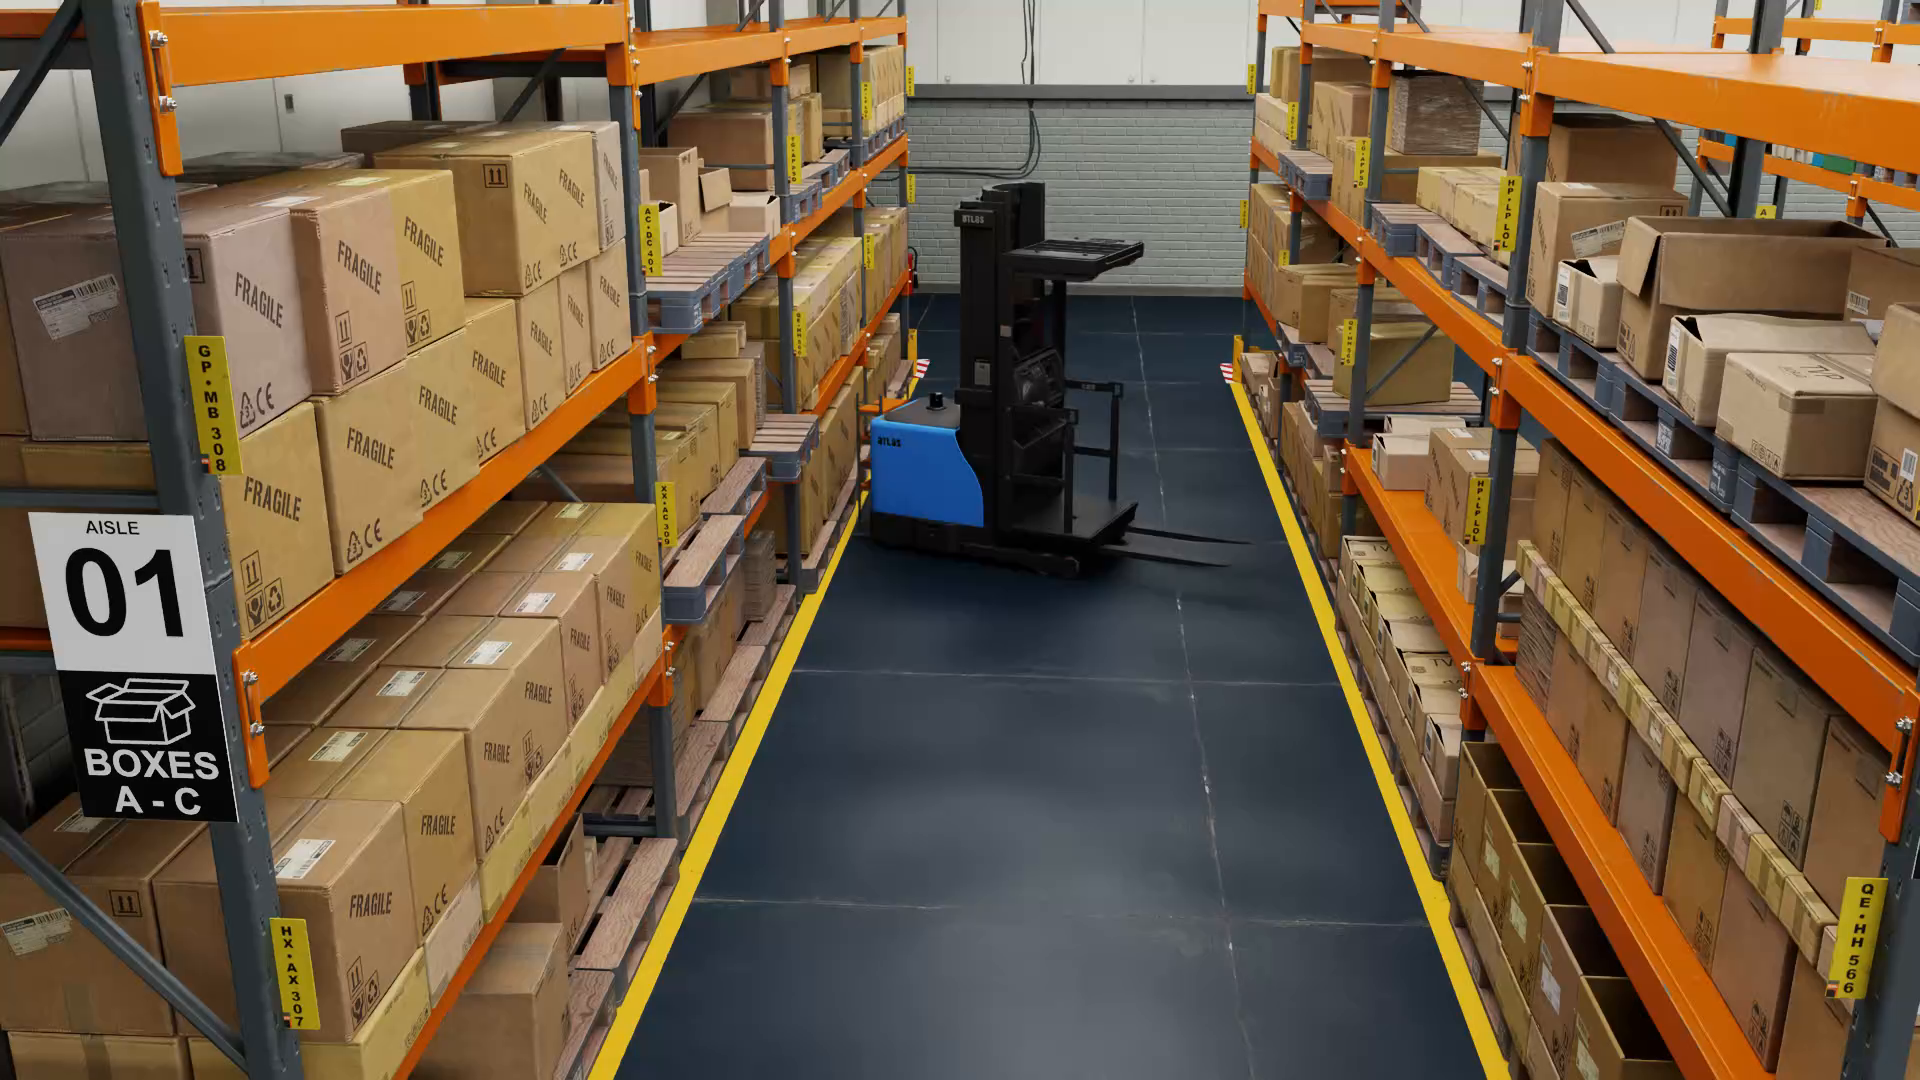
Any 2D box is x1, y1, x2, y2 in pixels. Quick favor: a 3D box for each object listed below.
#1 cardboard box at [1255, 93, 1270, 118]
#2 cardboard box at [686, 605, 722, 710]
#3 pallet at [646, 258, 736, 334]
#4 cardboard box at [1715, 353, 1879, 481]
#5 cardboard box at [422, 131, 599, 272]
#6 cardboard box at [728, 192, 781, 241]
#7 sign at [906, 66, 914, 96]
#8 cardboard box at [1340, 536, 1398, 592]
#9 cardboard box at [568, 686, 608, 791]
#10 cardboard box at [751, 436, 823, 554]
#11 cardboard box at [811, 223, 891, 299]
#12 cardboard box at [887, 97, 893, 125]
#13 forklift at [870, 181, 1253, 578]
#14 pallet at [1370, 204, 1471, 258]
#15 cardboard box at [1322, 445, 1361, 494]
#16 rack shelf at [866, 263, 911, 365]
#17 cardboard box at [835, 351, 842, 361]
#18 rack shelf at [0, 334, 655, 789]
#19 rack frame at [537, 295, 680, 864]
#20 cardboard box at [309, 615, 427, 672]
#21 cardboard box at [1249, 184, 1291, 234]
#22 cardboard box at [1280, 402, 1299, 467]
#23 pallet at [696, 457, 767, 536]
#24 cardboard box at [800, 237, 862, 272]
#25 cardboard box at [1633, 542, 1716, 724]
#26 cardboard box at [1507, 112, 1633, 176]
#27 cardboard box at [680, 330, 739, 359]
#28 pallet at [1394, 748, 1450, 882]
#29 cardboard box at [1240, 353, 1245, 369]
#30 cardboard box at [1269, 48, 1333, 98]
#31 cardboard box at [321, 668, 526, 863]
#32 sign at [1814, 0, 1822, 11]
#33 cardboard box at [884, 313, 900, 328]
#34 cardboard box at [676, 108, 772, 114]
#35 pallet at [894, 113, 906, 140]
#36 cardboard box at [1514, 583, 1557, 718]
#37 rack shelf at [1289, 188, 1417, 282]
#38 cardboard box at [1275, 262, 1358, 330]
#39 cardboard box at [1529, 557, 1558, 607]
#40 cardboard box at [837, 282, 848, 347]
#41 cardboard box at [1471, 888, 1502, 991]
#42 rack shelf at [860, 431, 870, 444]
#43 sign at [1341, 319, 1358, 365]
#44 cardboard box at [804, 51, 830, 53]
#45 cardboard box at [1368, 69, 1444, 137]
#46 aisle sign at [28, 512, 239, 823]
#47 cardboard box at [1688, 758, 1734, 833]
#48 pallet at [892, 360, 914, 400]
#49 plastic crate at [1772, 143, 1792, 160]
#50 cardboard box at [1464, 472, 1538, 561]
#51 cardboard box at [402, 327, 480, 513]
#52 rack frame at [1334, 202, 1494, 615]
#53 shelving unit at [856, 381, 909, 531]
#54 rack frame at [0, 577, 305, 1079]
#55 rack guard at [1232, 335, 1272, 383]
[{"bbox_3d":[3.531,-4.777,18.305,0.500,0.250,0.500,1,18,4],"label":"cardboard box"},{"bbox_3d":[-1.874,0.709,10.249,0.700,0.500,0.500,1,18,5],"label":"cardboard box"},{"bbox_3d":[-1.824,-1.247,8.396,1.213,0.211,1.003,1,18,4],"label":"pallet"},{"bbox_3d":[2.500,-0.354,4.709,0.500,0.250,0.500,1,18,4],"label":"cardboard box"},{"bbox_3d":[-1.769,-1.346,6.598,0.500,0.500,0.500,2,18,7],"label":"cardboard box"},{"bbox_3d":[-1.470,-2.127,10.890,0.500,0.311,0.500,1,18,4],"label":"cardboard box"},{"bbox_3d":[-0.574,-5.241,18.987,0.100,0.325,0.005,1,18,4],"label":"sign"},{"bbox_3d":[2.923,0.142,11.512,0.500,0.311,0.500,2,18,6],"label":"cardboard box"},{"bbox_3d":[-1.770,0.805,6.857,0.500,0.250,0.500,1,18,4],"label":"cardboard box"},{"bbox_3d":[-1.504,-0.367,13.005,0.750,0.750,0.750,1,18,3],"label":"cardboard box"},{"bbox_3d":[-1.245,-2.970,17.687,0.980,0.700,0.700,0,18,1],"label":"cardboard box"},{"bbox_3d":[-0.970,-4.493,17.406,0.500,0.250,0.500,1,18,2],"label":"cardboard box"},{"bbox_3d":[0.812,-1.282,13.127,3.031,2.935,1.130,8,20,24],"label":"forklift"},{"bbox_3d":[3.294,-1.977,10.626,1.213,0.211,1.003,2,18,6],"label":"pallet"},{"bbox_3d":[3.087,-0.545,12.873,0.500,0.250,0.500,2,18,6],"label":"cardboard box"},{"bbox_3d":[-1.257,-2.485,17.846,1.077,0.370,4.000,1,18,4],"label":"rack shelf"},{"bbox_3d":[-1.245,-1.669,14.570,0.380,0.149,0.250,1,18,4],"label":"cardboard box"},{"bbox_3d":[-2.118,-0.184,6.005,1.077,0.370,4.000,1,18,4],"label":"rack shelf"},{"bbox_3d":[-1.974,0.278,8.256,1.000,3.000,0.127,1,18,4],"label":"rack frame"},{"bbox_3d":[-2.324,0.602,6.273,0.500,0.500,0.500,2,18,5],"label":"cardboard box"},{"bbox_3d":[3.532,-3.730,18.722,0.500,0.500,0.500,2,18,6],"label":"cardboard box"},{"bbox_3d":[3.263,-0.973,15.384,0.500,0.500,0.500,0,18,1],"label":"cardboard box"},{"bbox_3d":[-1.788,-0.257,10.198,1.003,0.211,1.213,1,18,4],"label":"pallet"},{"bbox_3d":[-1.179,-2.610,15.197,0.500,0.250,0.500,2,18,5],"label":"cardboard box"},{"bbox_3d":[2.834,0.329,5.856,0.700,0.500,0.500,1,18,4],"label":"cardboard box"},{"bbox_3d":[3.068,-1.890,8.419,0.500,0.500,0.500,3,18,9],"label":"cardboard box"},{"bbox_3d":[-1.691,-1.321,11.227,0.380,0.149,0.250,-2,18,-5],"label":"cardboard box"},{"bbox_3d":[2.981,1.483,9.057,1.003,0.211,1.213,1,18,4],"label":"pallet"},{"bbox_3d":[3.454,-2.071,19.298,0.380,0.149,0.250,1,18,4],"label":"cardboard box"},{"bbox_3d":[3.687,-4.974,17.702,0.700,0.500,0.500,1,18,4],"label":"cardboard box"},{"bbox_3d":[-1.838,0.771,5.757,0.500,0.500,0.500,1,18,2],"label":"cardboard box"},{"bbox_3d":[9.317,-5.918,18.049,0.100,0.325,0.005,1,18,4],"label":"sign"},{"bbox_3d":[-0.892,-2.505,19.048,0.380,0.149,0.250,1,18,3],"label":"cardboard box"},{"bbox_3d":[-1.724,-2.963,12.465,0.700,0.500,0.500,0,18,1],"label":"cardboard box"},{"bbox_3d":[-1.157,-4.601,18.473,1.003,0.211,1.213,1,18,4],"label":"pallet"},{"bbox_3d":[2.942,0.478,7.485,0.700,0.500,0.500,1,18,2],"label":"cardboard box"},{"bbox_3d":[3.397,-2.559,13.254,1.077,0.370,4.000,1,18,4],"label":"rack shelf"},{"bbox_3d":[3.283,-2.202,14.990,0.700,0.500,0.500,-5,19,-15],"label":"cardboard box"},{"bbox_3d":[2.737,0.189,7.326,0.380,0.149,0.250,2,18,5],"label":"cardboard box"},{"bbox_3d":[-1.254,-1.941,14.359,0.500,0.500,0.500,1,18,4],"label":"cardboard box"},{"bbox_3d":[2.590,1.787,7.392,0.500,0.250,0.500,1,18,4],"label":"cardboard box"},{"bbox_3d":[-0.648,-0.857,14.110,0.258,0.148,0.480,8,20,24],"label":"rack shelf"},{"bbox_3d":[2.712,-1.376,11.573,0.100,0.325,0.005,1,18,4],"label":"sign"},{"bbox_3d":[-1.547,-4.546,16.365,0.500,0.500,0.500,1,18,2],"label":"cardboard box"},{"bbox_3d":[3.364,-3.255,12.455,0.500,0.500,0.500,1,18,4],"label":"cardboard box"},{"bbox_3d":[-1.967,0.314,3.971,0.394,0.787,0.004,1,18,4],"label":"aisle sign"},{"bbox_3d":[2.592,0.831,5.367,0.380,0.149,0.250,2,18,6],"label":"cardboard box"},{"bbox_3d":[-1.093,-1.873,19.301,1.003,0.211,1.213,1,18,4],"label":"pallet"},{"bbox_3d":[8.301,-3.915,16.427,0.437,0.282,0.530,1,18,4],"label":"plastic crate"},{"bbox_3d":[3.076,-0.061,9.133,0.500,0.500,0.500,3,18,8],"label":"cardboard box"},{"bbox_3d":[-1.880,-0.387,5.278,0.500,0.500,0.500,2,18,6],"label":"cardboard box"},{"bbox_3d":[3.254,-0.854,11.713,1.000,3.000,0.127,1,18,4],"label":"rack frame"},{"bbox_3d":[-0.648,-0.709,14.159,0.258,1.200,0.503,8,20,24],"label":"shelving unit"},{"bbox_3d":[-2.261,1.521,4.465,1.000,3.000,0.127,1,18,4],"label":"rack frame"},{"bbox_3d":[3.822,-2.128,19.613,1.175,0.500,0.348,1,18,4],"label":"rack guard"}]
